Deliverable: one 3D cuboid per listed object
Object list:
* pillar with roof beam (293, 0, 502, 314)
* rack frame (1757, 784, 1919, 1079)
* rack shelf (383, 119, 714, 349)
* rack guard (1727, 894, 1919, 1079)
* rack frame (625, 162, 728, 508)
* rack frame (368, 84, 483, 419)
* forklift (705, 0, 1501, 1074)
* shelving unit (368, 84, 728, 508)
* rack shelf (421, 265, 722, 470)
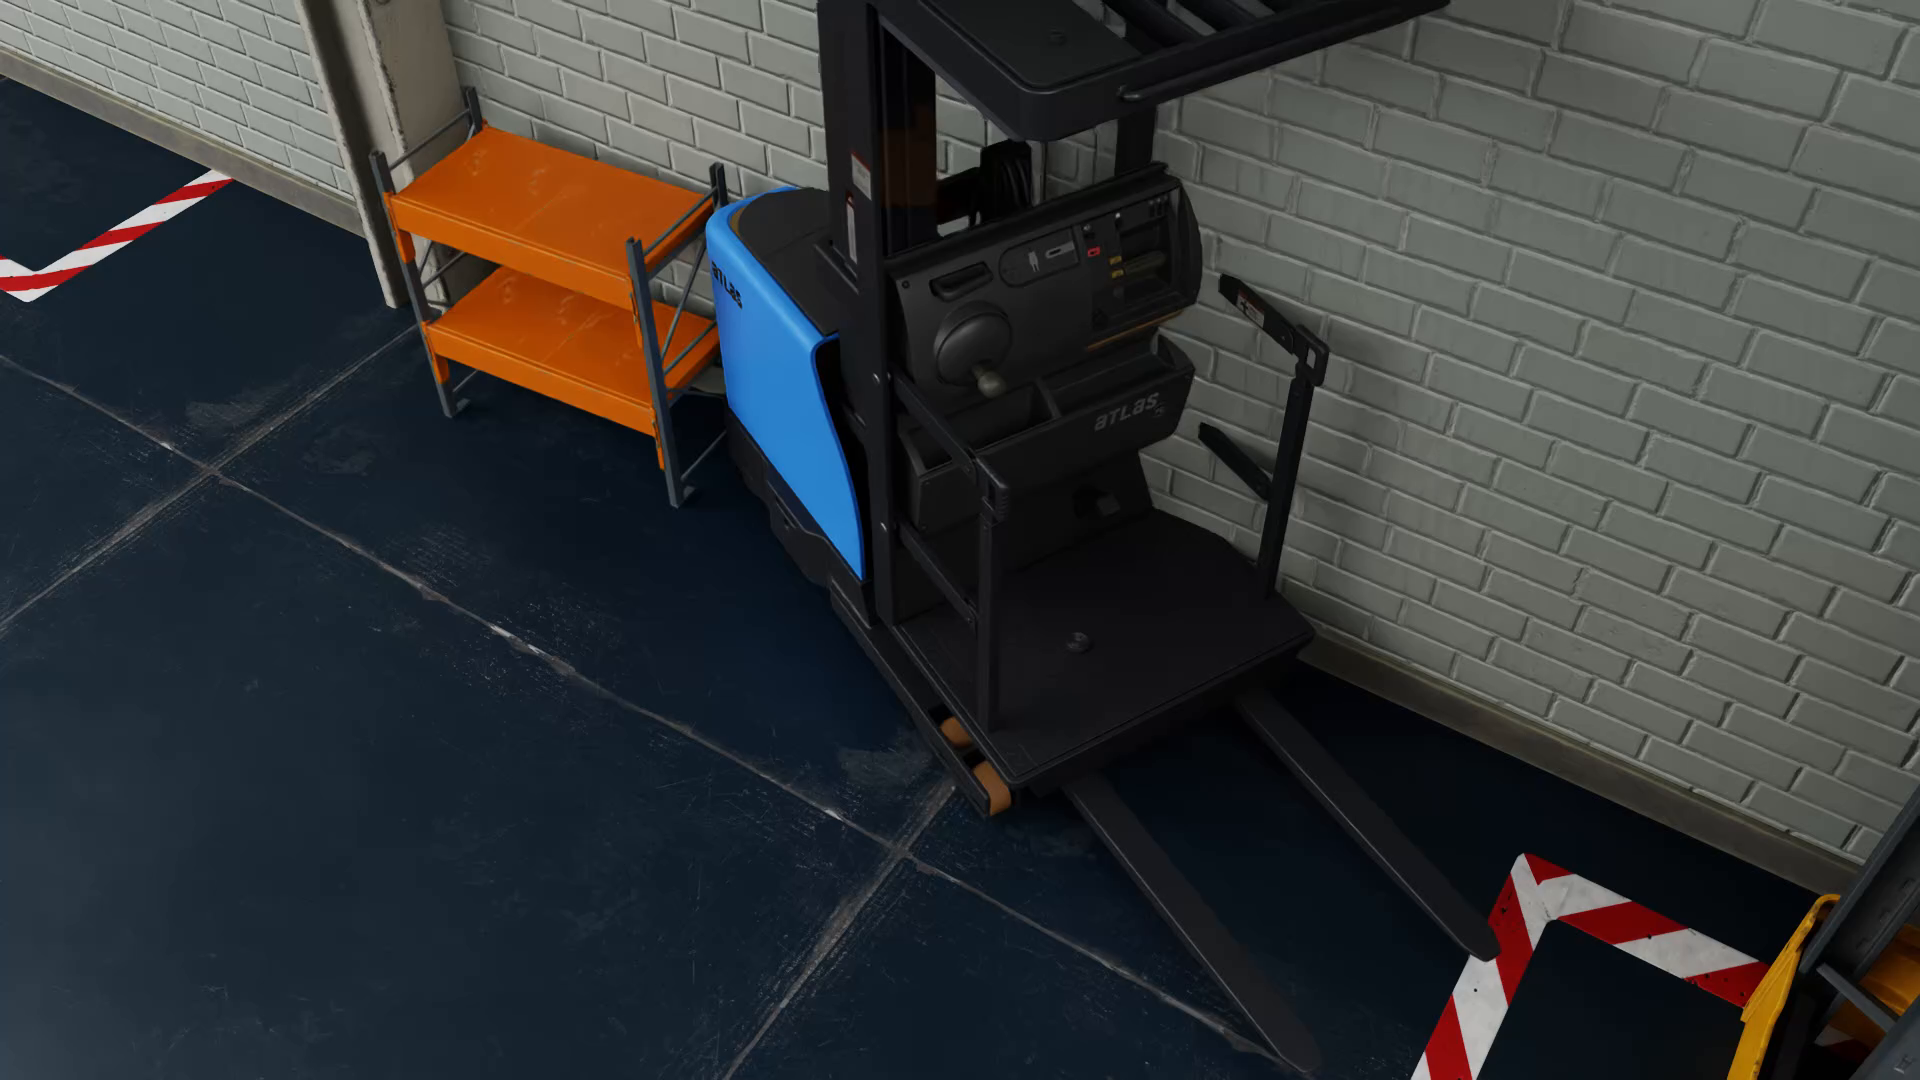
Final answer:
[{"bbox_3d":[-4.378,-1.500,0.933,0.400,9.000,9.100,25,51,22],"label":"pillar with roof beam"},{"bbox_3d":[1.941,0.566,3.108,0.127,3.000,1.000,25,51,22],"label":"rack frame"},{"bbox_3d":[-1.341,-1.041,5.570,1.000,0.278,0.538,21,49,19],"label":"rack shelf"},{"bbox_3d":[2.005,1.467,3.976,0.348,0.500,1.175,25,51,22],"label":"rack guard"},{"bbox_3d":[-0.891,-0.667,5.614,0.032,1.125,0.500,21,49,19],"label":"rack frame"},{"bbox_3d":[-1.790,-1.008,5.945,0.032,1.125,0.500,21,49,19],"label":"rack frame"},{"bbox_3d":[0.364,-0.587,4.277,1.130,2.935,3.031,-23,50,-21],"label":"forklift"},{"bbox_3d":[-1.341,-0.838,5.779,1.048,1.125,0.538,21,49,19],"label":"shelving unit"},{"bbox_3d":[-1.341,-0.667,5.955,1.000,0.278,0.538,21,49,19],"label":"rack shelf"}]
